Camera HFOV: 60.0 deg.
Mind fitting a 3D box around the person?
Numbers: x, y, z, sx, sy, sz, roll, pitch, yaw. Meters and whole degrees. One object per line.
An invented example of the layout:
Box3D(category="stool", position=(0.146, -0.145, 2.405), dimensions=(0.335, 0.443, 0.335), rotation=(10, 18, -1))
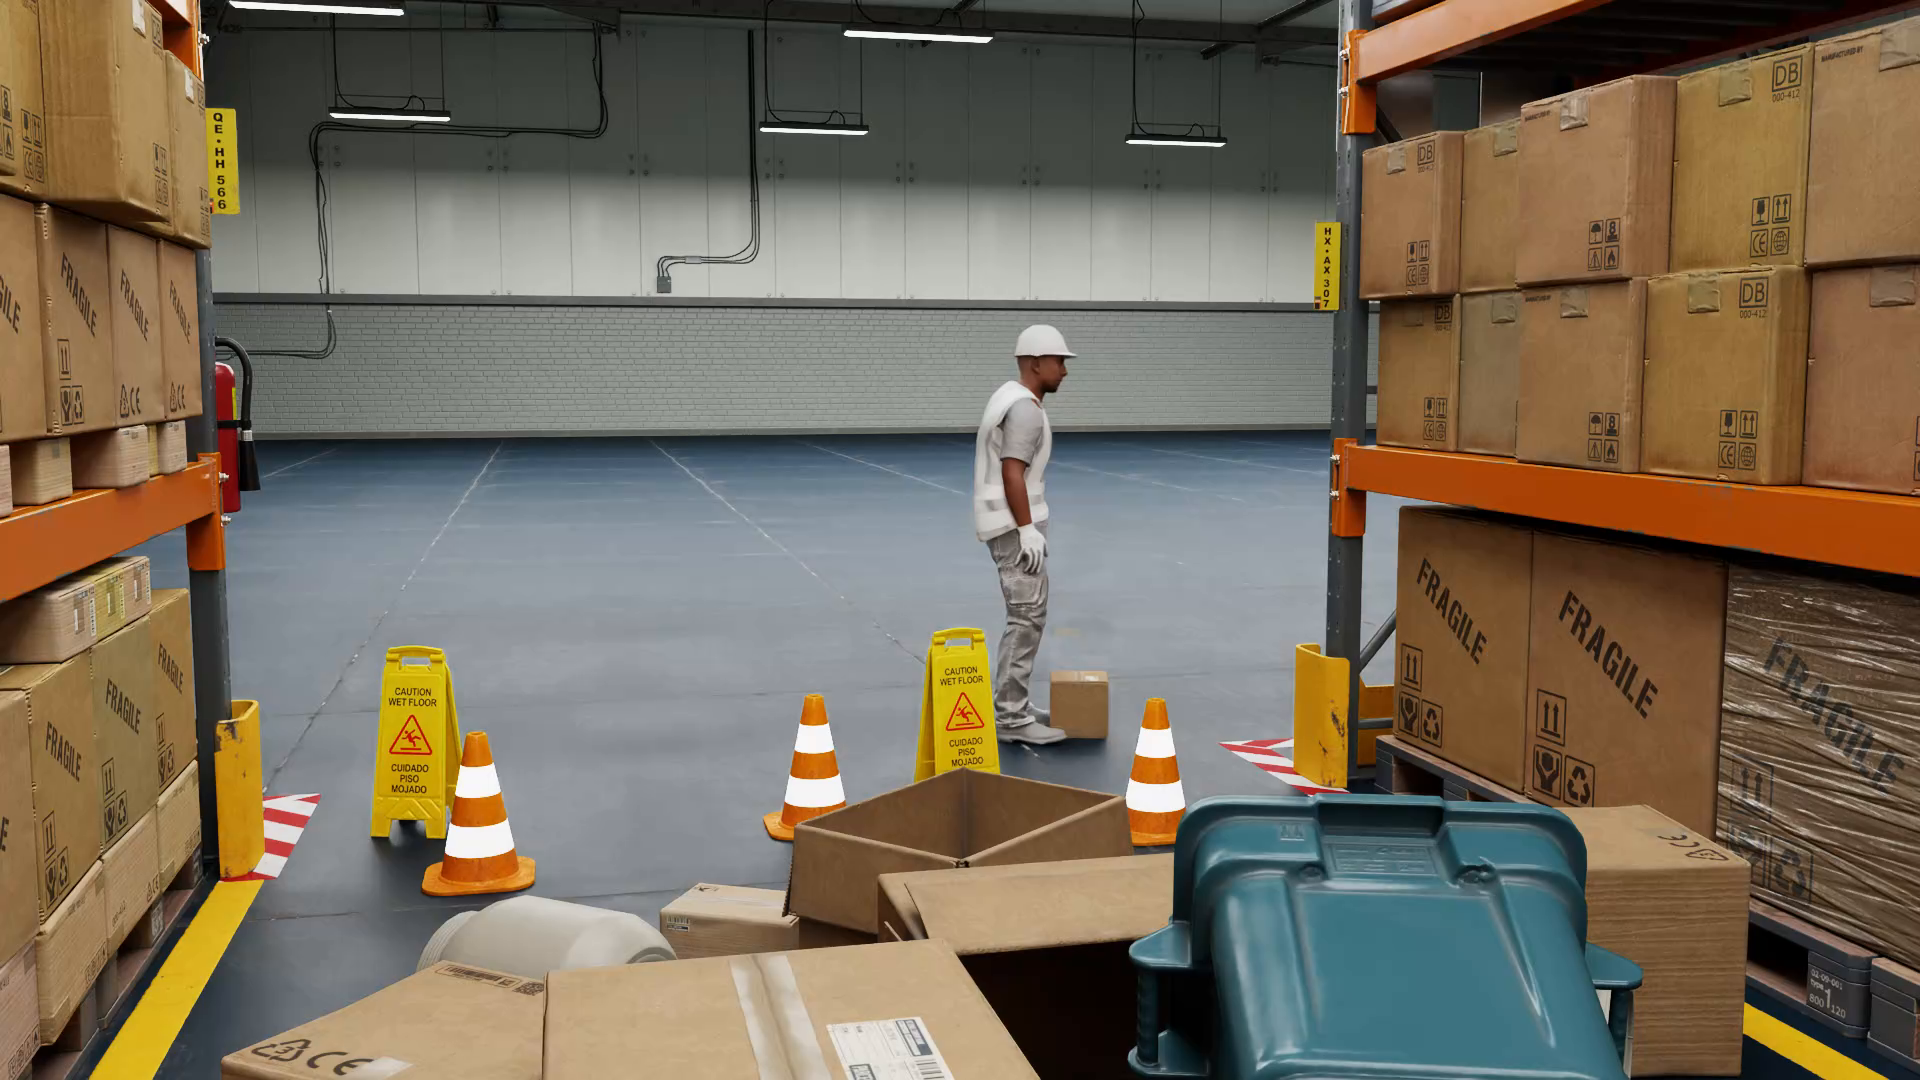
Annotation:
Box3D(category="person", position=(0.282, -0.037, 7.202), dimensions=(0.450, 1.773, 0.609), rotation=(0, 6, 2))
